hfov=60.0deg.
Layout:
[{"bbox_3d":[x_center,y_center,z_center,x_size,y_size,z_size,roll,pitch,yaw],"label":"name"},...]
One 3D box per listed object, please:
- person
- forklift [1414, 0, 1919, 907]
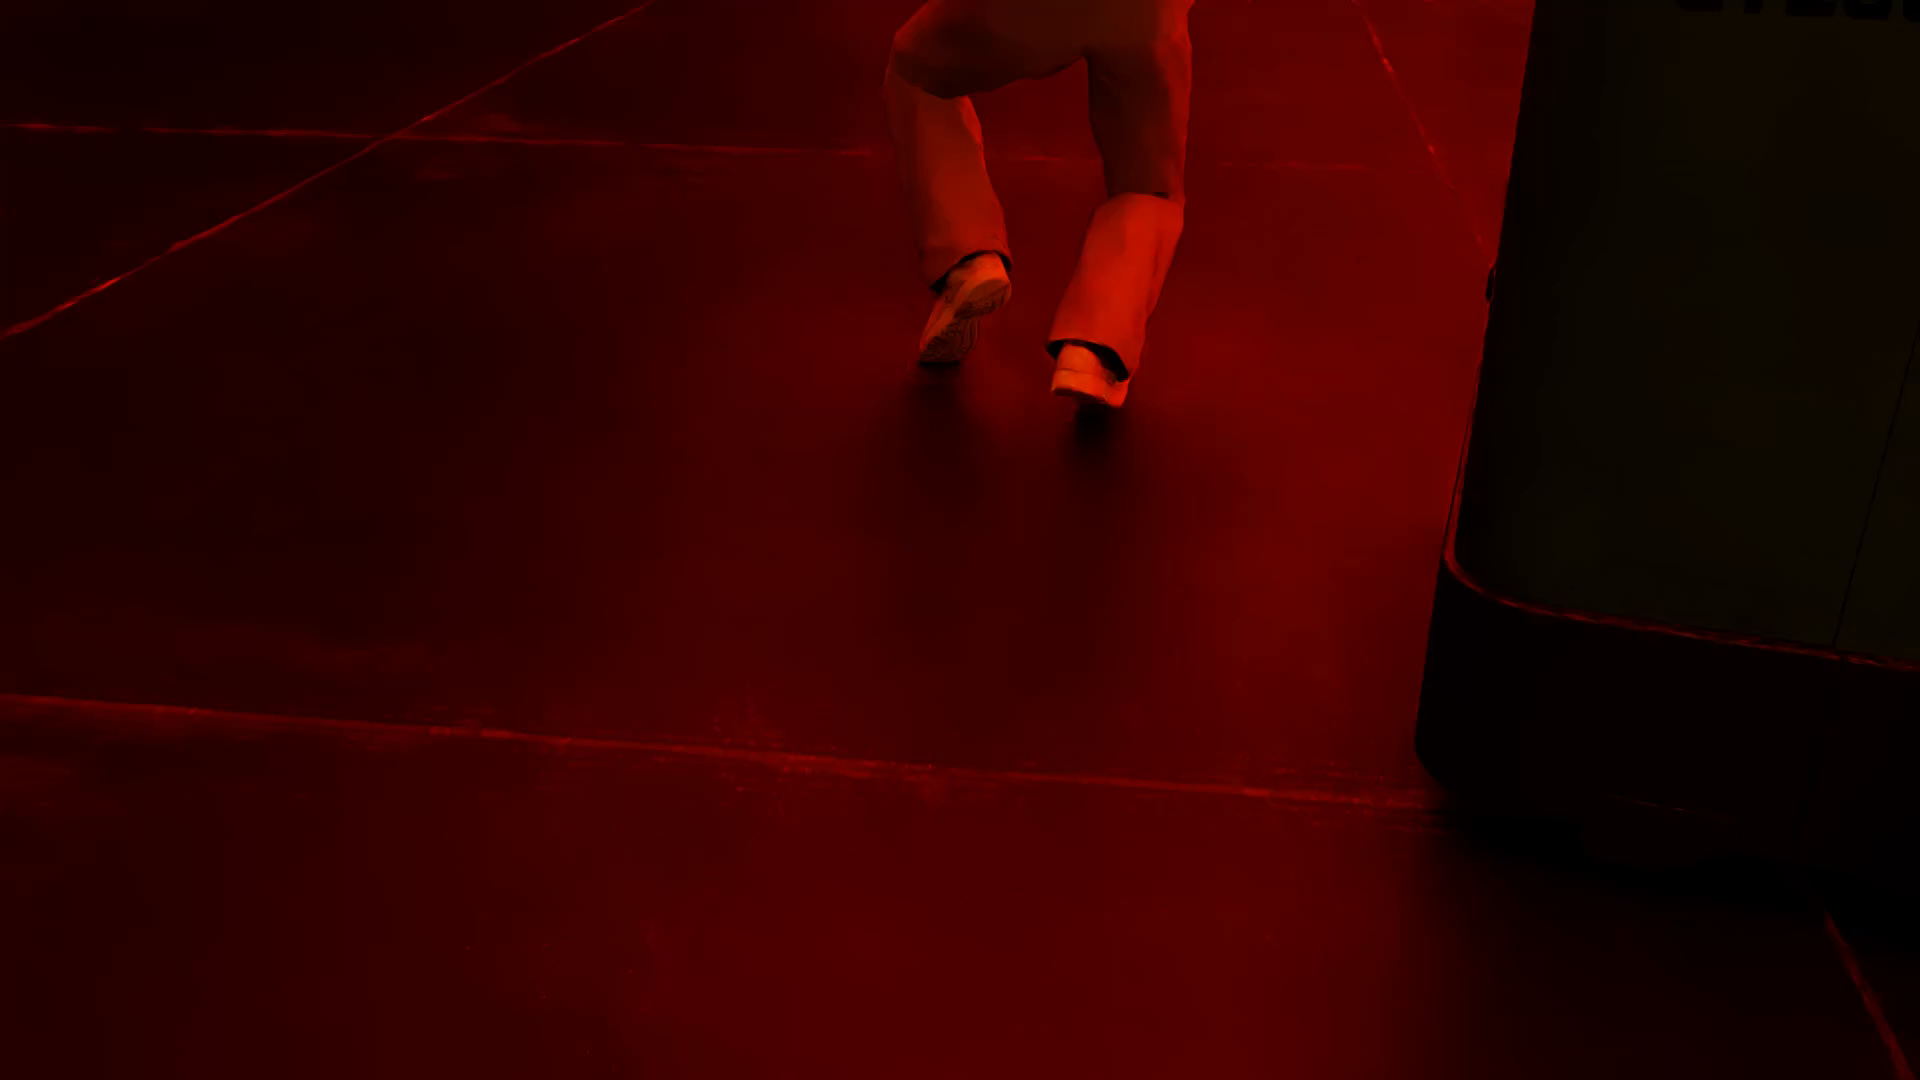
[{"bbox_3d":[-0.022,-0.973,2.727,0.969,1.561,0.787,-1,27,-1],"label":"person"},{"bbox_3d":[2.084,-0.974,1.170,3.031,2.935,1.130,9,28,17],"label":"forklift"}]
